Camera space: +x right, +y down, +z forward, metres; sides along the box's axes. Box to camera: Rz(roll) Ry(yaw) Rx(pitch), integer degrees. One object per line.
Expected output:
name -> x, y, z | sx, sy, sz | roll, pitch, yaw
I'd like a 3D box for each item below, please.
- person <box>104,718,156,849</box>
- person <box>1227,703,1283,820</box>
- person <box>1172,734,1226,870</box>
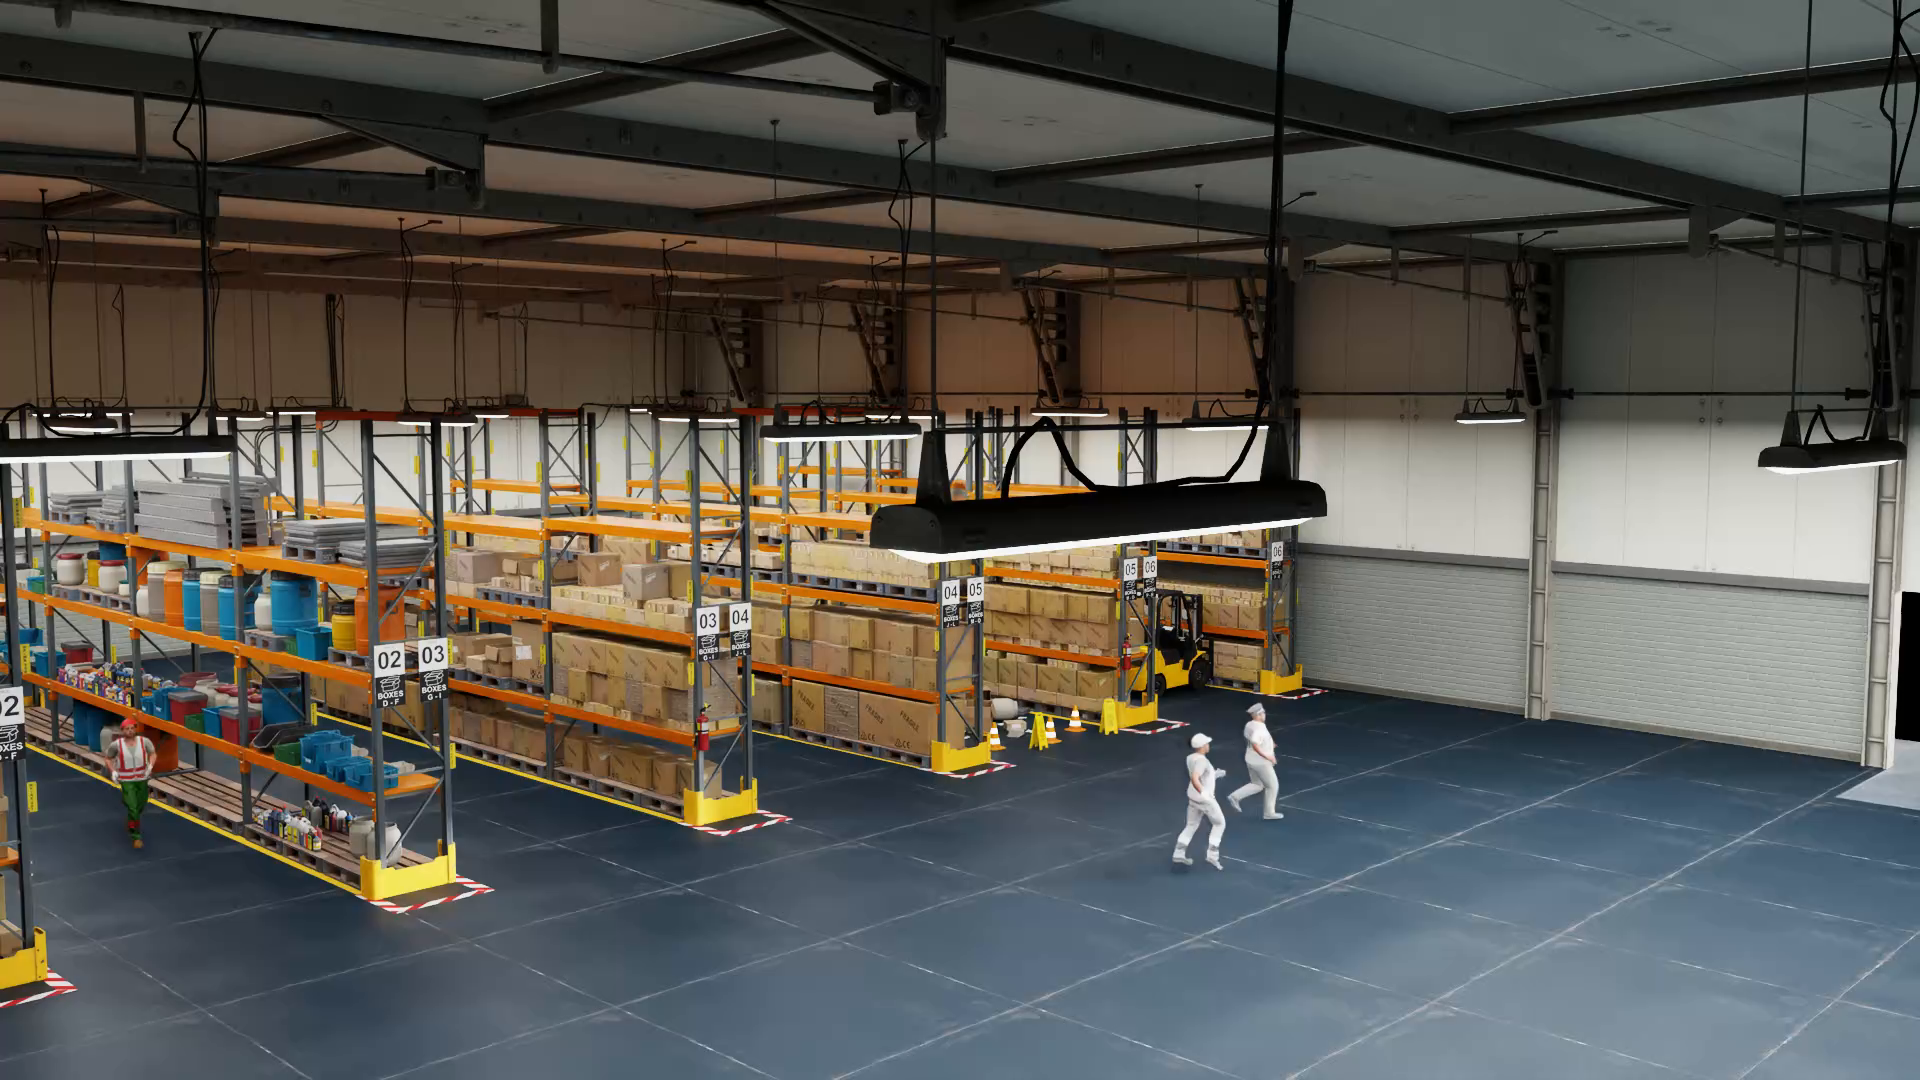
person -> -11.594, 3.365, 23.296 | 0.648, 1.787, 0.867 | -4, 7, -39
person -> 4.405, 3.276, 24.626 | 0.830, 1.747, 0.662 | -1, 5, -10
person -> 3.206, 3.485, 22.061 | 0.774, 1.845, 0.643 | -2, 5, -21
